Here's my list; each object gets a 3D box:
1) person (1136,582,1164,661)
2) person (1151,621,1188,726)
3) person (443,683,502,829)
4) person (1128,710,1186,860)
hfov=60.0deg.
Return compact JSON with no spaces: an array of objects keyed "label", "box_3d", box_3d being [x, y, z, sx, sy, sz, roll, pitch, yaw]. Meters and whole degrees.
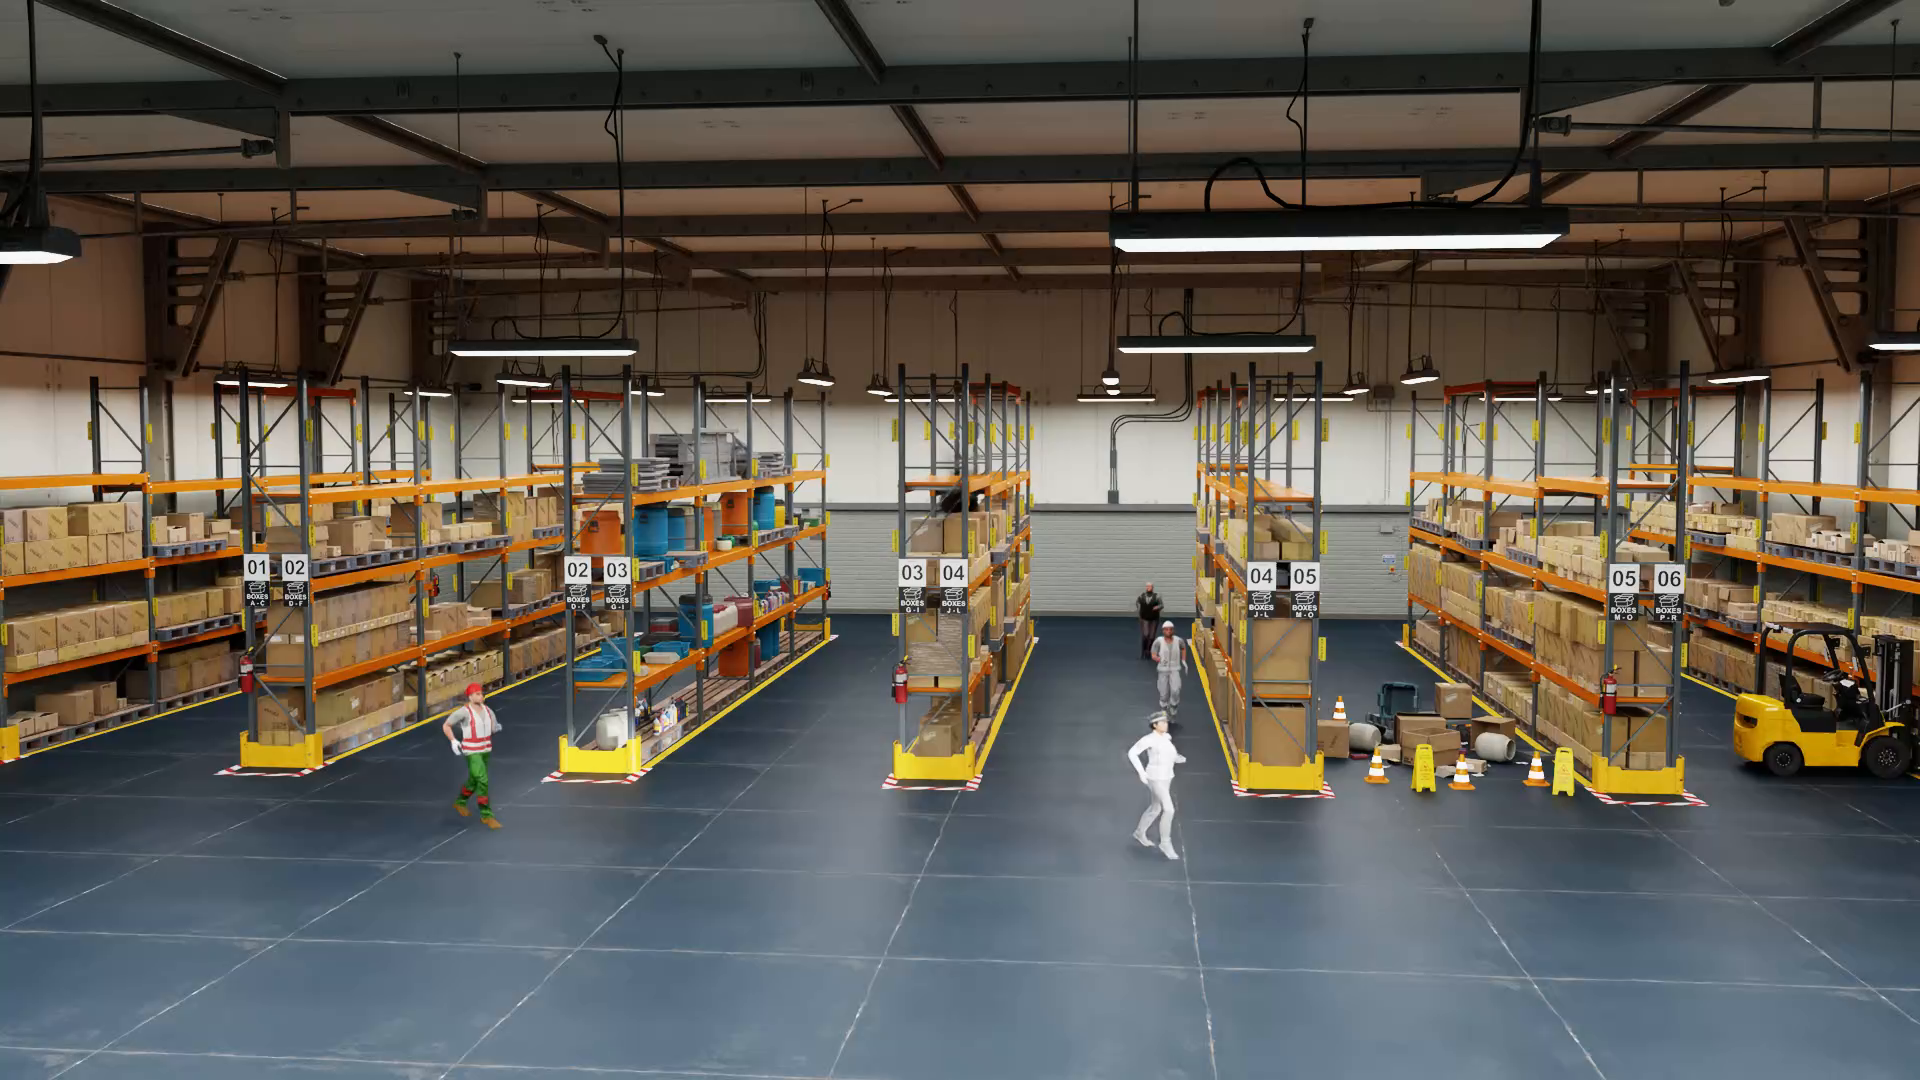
[{"label":"person","box_3d":[4.193,1.808,36.688,0.627,1.765,0.739,0,4,6]},{"label":"person","box_3d":[3.595,2.280,28.532,0.643,1.796,0.805,0,4,3]},{"label":"person","box_3d":[-6.161,2.723,21.182,0.925,1.810,0.655,2,4,27]},{"label":"person","box_3d":[2.357,2.887,19.766,0.747,1.752,0.583,3,5,39]}]
